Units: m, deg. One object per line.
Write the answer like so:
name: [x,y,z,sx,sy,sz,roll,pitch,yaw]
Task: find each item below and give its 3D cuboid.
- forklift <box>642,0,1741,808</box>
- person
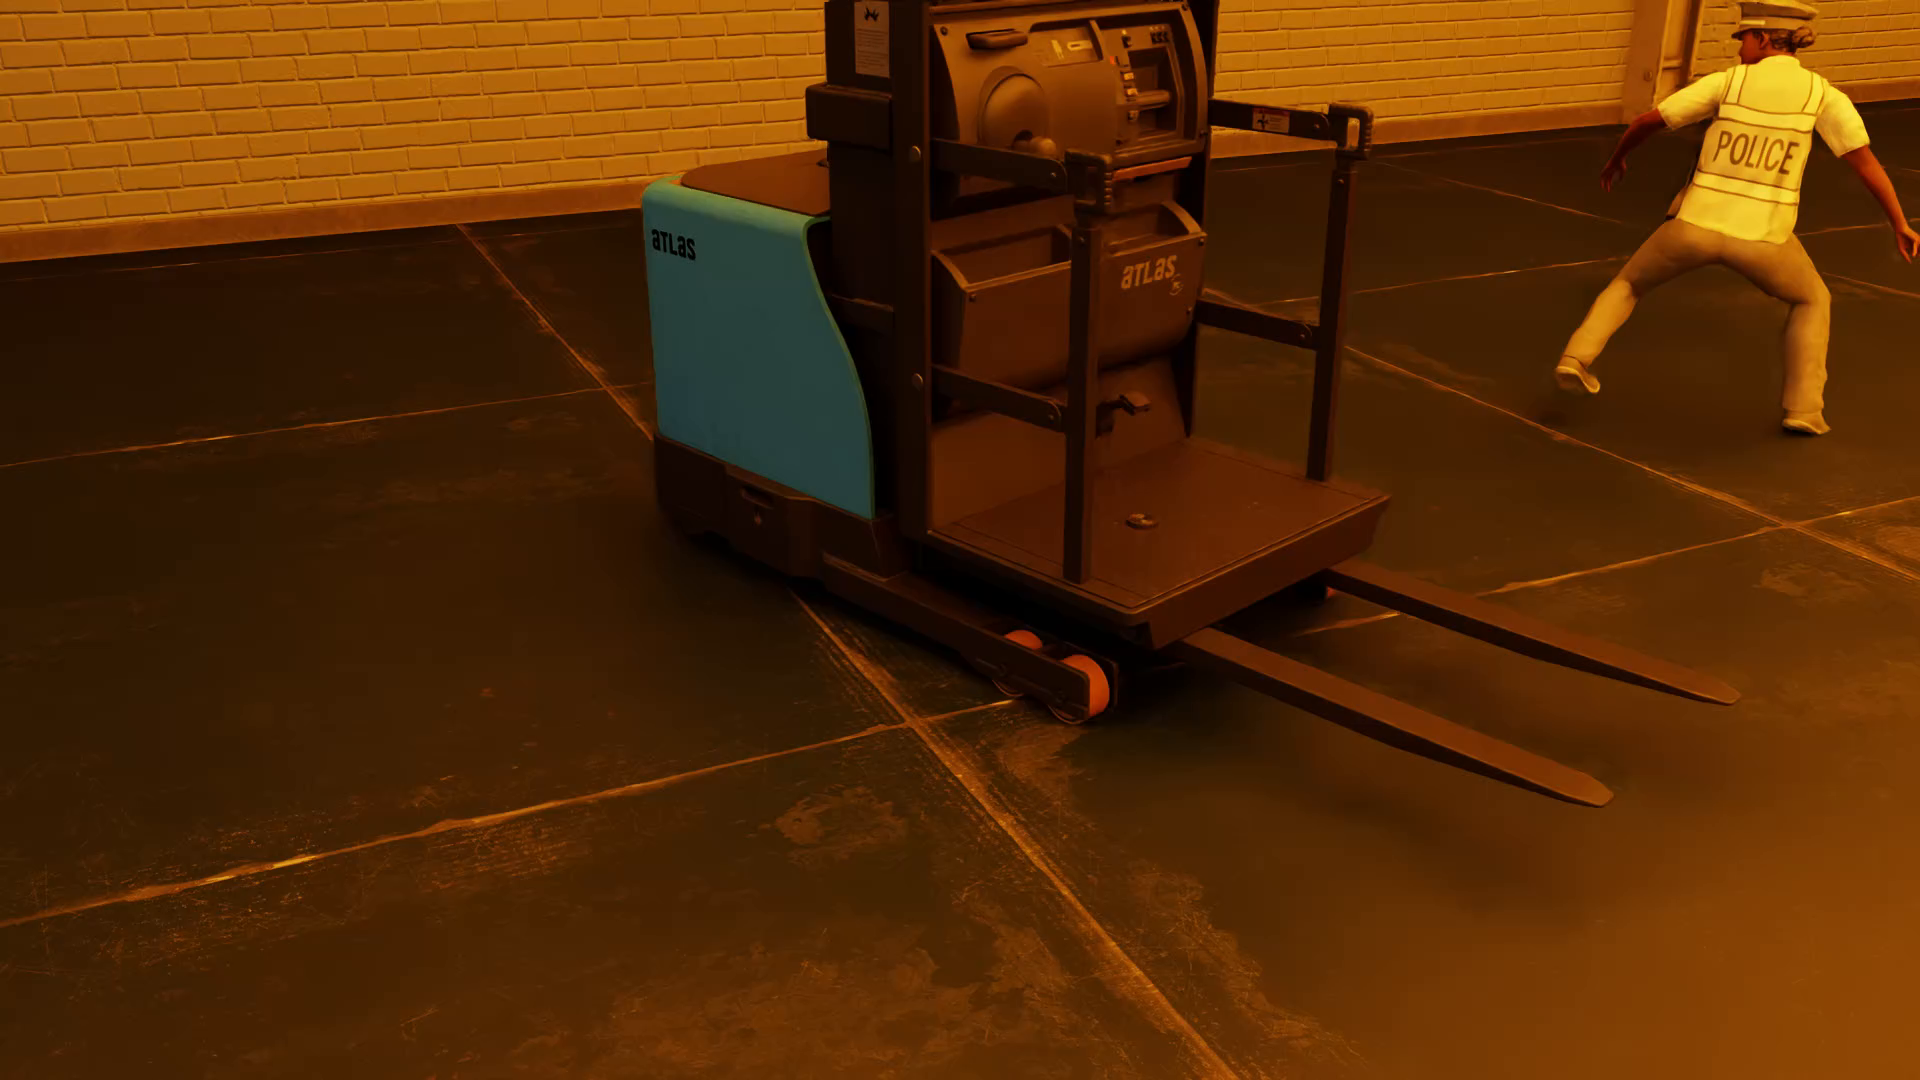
forklift: [0.445,-1.130,4.007,1.130,2.935,3.031,-20,30,-40]
person: [2.774,-1.083,5.856,1.109,1.570,0.479,11,25,25]
